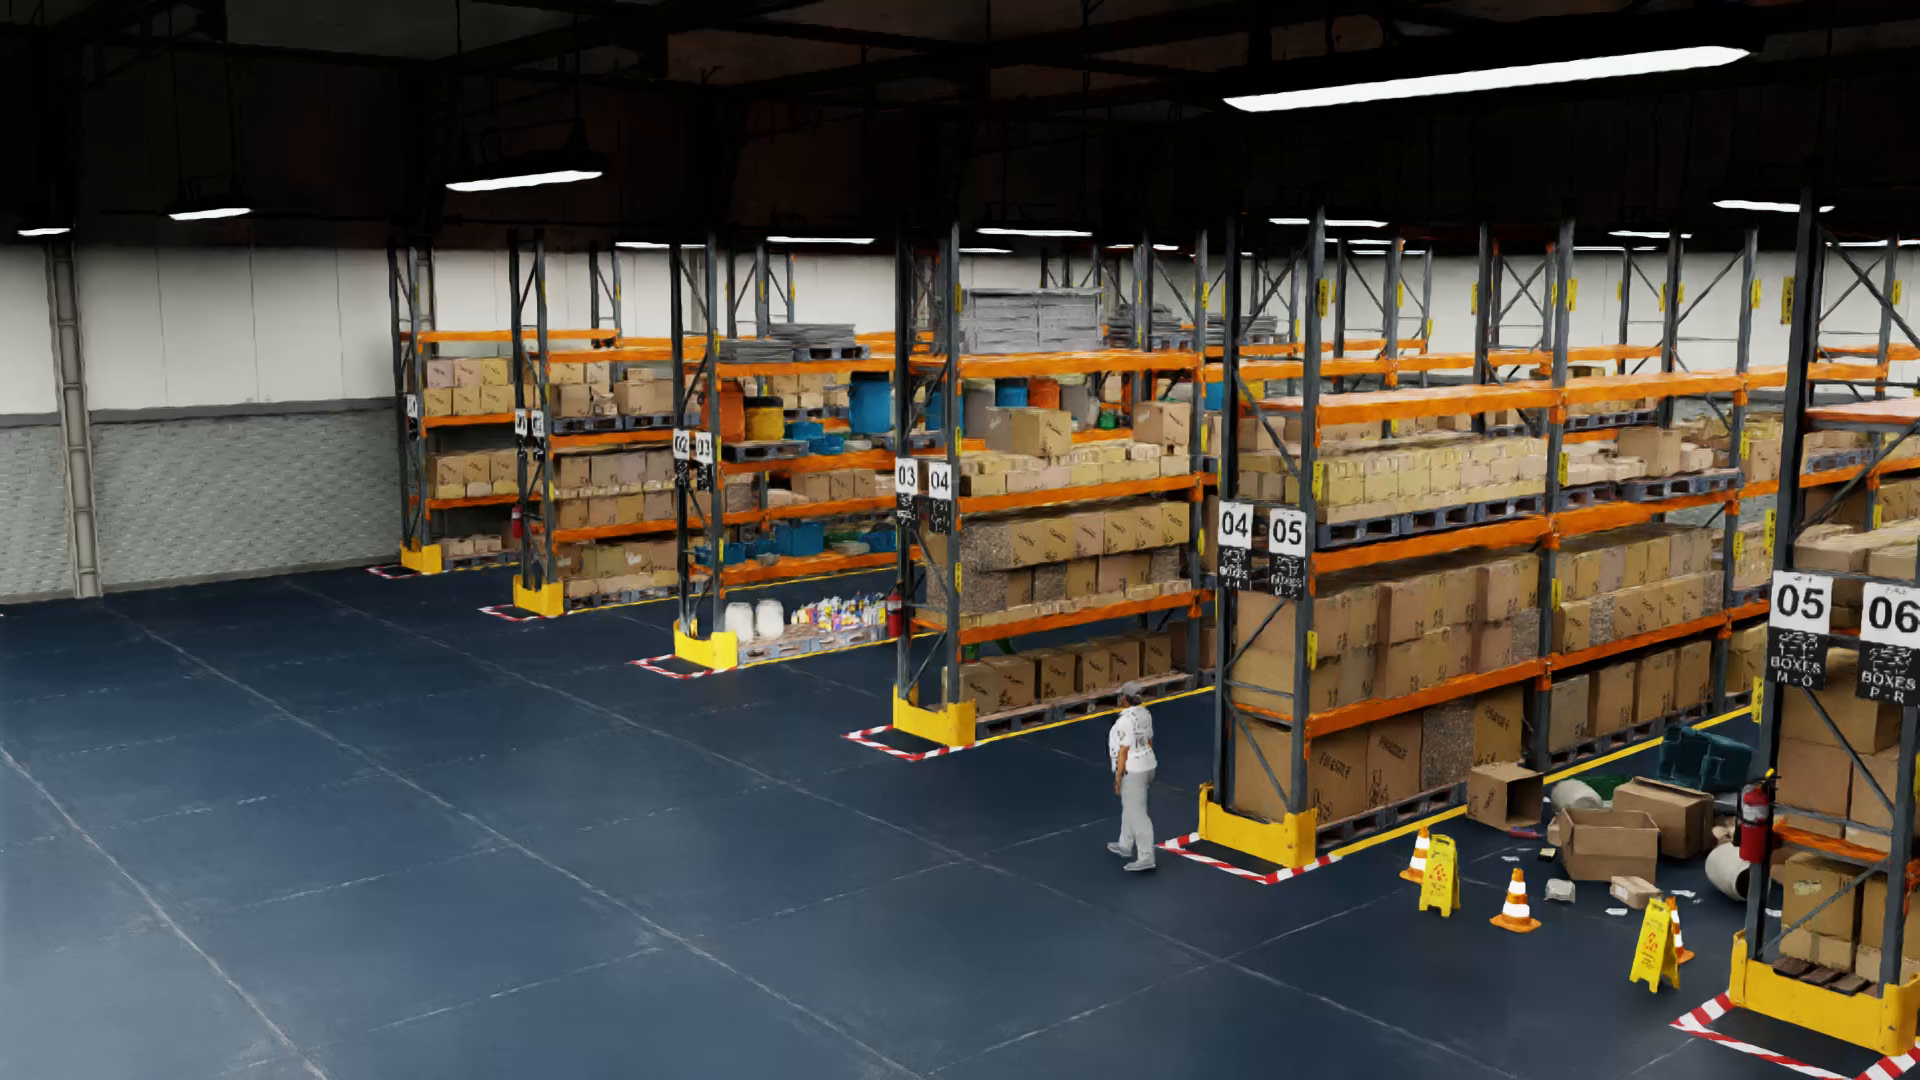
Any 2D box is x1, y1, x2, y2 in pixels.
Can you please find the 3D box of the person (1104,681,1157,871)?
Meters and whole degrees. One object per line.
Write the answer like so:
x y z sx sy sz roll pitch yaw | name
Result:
1.529 2.077 14.893 0.610 1.650 0.615 5 10 29 | person

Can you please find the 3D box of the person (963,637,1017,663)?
0.340 1.019 21.447 1.109 1.707 0.551 -8 12 -41 | person
